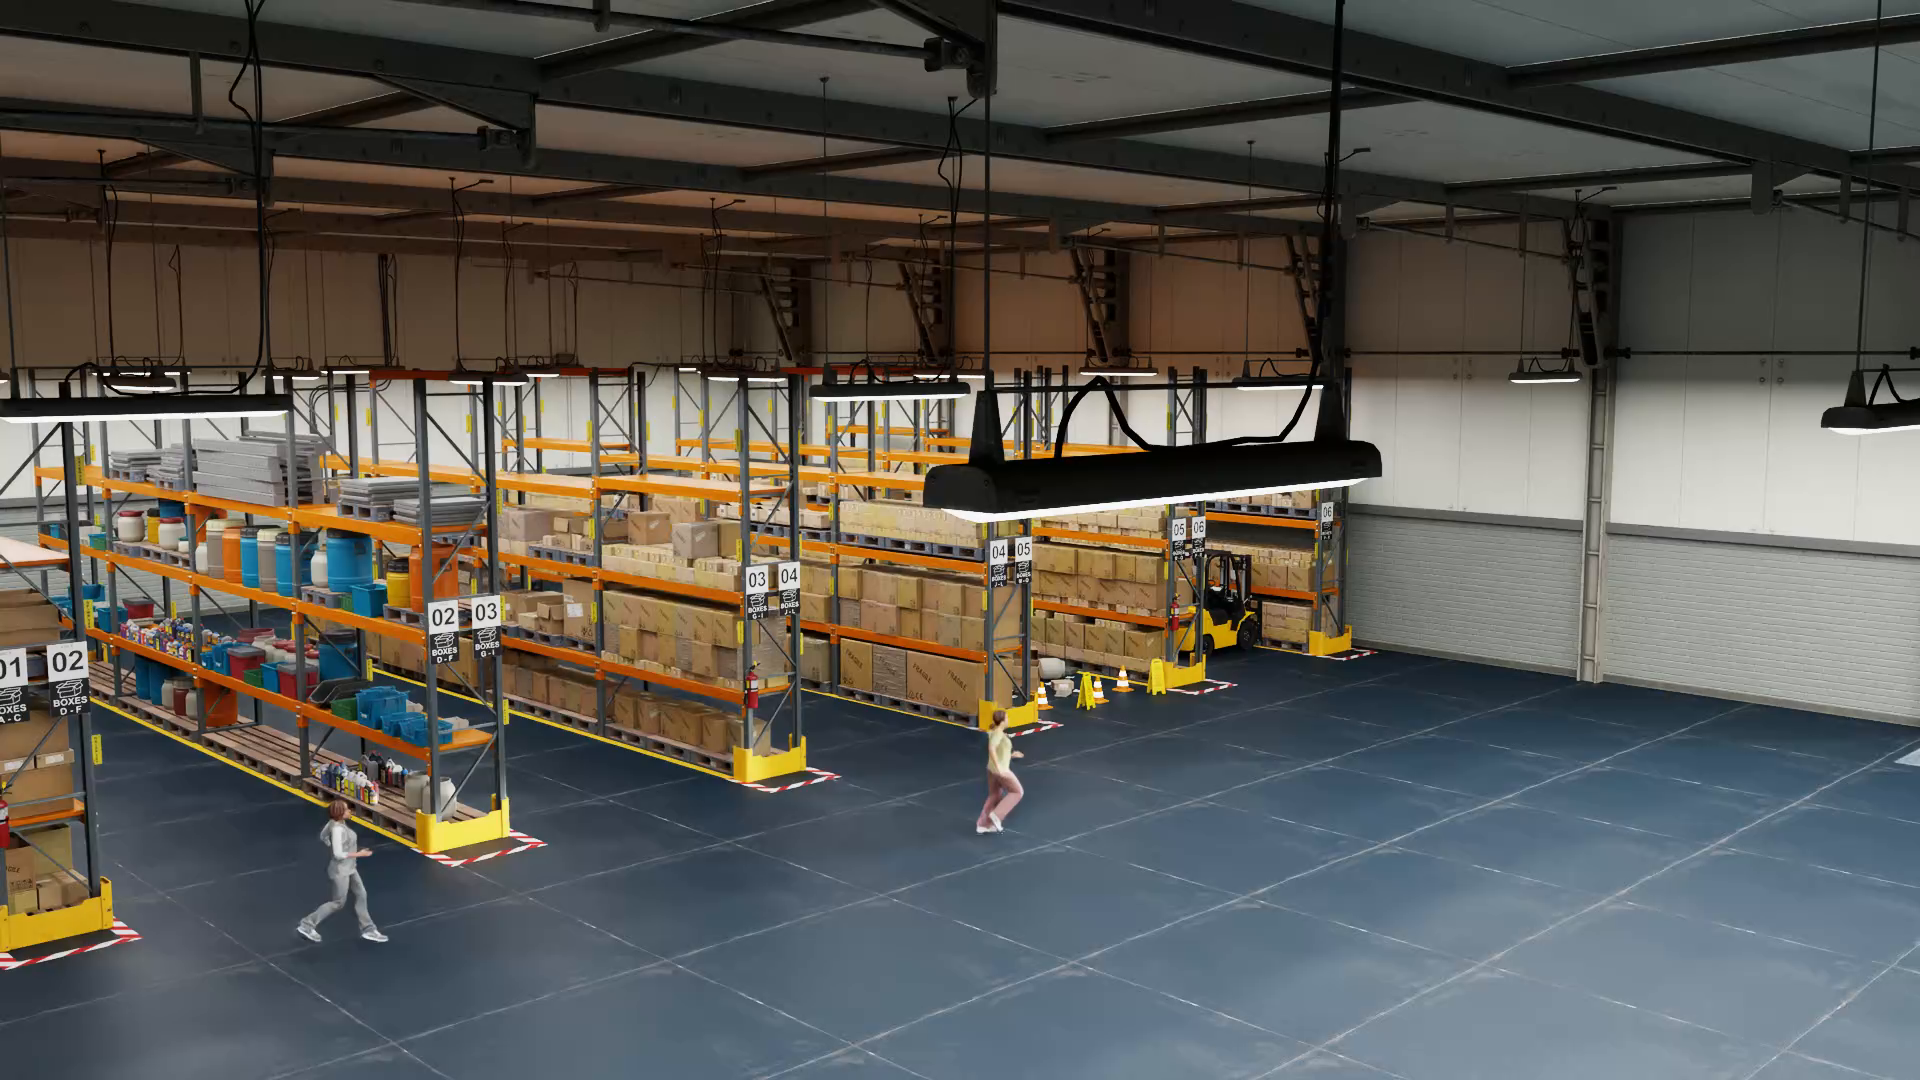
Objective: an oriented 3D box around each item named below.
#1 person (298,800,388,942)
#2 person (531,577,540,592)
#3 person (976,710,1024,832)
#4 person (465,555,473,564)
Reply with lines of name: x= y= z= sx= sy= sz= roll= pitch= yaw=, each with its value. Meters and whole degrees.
person: x=-6.592 y=3.555 z=17.701 sx=0.894 sy=1.576 sz=0.552 roll=-2 pitch=7 yaw=-14
person: x=-10.529 y=0.958 z=41.163 sx=0.654 sy=1.500 sz=0.676 roll=-1 pitch=7 yaw=-10
person: x=0.540 y=3.040 z=21.888 sx=0.688 sy=1.626 sz=0.551 roll=-2 pitch=7 yaw=-19
person: x=-11.214 y=1.201 z=37.907 sx=0.776 sy=1.744 sz=0.632 roll=-2 pitch=7 yaw=-17
